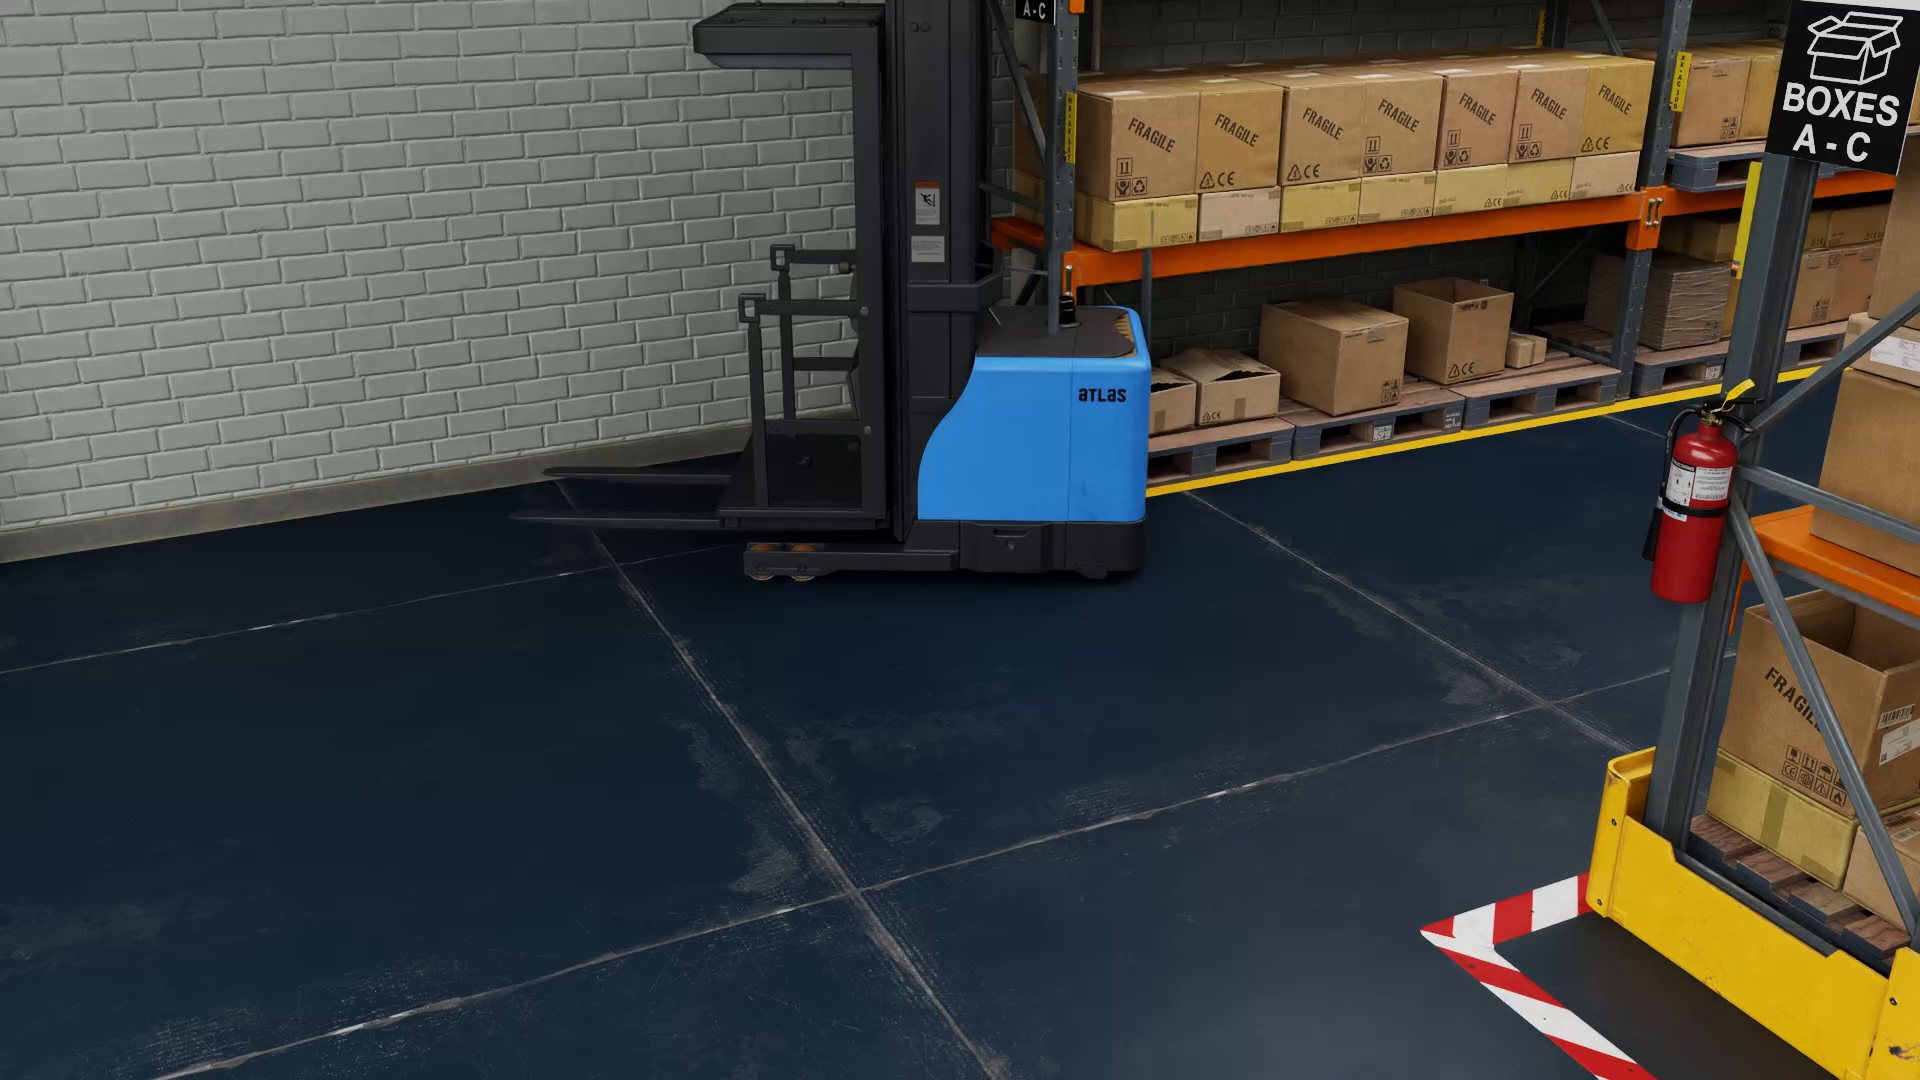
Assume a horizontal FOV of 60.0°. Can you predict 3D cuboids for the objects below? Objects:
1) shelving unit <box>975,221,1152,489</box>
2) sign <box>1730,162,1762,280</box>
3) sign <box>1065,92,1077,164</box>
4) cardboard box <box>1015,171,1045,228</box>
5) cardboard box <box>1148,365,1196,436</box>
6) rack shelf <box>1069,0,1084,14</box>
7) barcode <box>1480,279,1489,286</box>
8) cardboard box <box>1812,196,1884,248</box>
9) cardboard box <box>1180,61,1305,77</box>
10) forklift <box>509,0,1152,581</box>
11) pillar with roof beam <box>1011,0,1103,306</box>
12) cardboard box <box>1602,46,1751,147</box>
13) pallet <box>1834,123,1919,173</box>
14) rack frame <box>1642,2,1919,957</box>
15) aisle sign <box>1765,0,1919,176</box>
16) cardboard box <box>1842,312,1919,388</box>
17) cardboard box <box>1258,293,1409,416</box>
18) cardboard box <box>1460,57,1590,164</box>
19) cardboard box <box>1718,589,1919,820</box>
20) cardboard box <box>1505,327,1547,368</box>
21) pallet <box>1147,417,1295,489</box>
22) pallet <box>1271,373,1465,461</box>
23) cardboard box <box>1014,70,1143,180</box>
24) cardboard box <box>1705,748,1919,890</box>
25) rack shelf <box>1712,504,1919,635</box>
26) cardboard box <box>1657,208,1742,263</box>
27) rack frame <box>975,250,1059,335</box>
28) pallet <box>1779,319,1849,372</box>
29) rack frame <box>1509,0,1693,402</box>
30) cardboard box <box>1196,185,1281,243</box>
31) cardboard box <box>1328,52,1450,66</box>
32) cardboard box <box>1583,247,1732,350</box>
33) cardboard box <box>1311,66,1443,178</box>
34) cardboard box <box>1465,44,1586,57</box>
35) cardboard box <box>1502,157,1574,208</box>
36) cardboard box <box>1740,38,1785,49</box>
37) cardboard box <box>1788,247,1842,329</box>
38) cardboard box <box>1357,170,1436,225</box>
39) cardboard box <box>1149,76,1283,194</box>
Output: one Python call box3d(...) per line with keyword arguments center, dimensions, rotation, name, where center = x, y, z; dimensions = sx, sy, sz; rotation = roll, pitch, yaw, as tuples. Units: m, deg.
box3d(center=(0.503, -0.829, 8.312), dimensions=(0.538, 1.500, 1.048), rotation=(12, 26, 28), name="shelving unit")
box3d(center=(2.220, -0.884, 4.641), dimensions=(0.005, 0.325, 0.100), rotation=(-10, 25, -24), name="sign")
box3d(center=(0.527, -1.970, 7.956), dimensions=(0.005, 0.325, 0.100), rotation=(-10, 25, -24), name="sign")
box3d(center=(0.629, -1.841, 8.947), dimensions=(0.500, 0.250, 0.500), rotation=(-10, 25, -23), name="cardboard box")
box3d(center=(0.954, -0.802, 9.205), dimensions=(0.500, 0.311, 0.500), rotation=(-14, 26, -30), name="cardboard box")
box3d(center=(2.094, -3.142, 8.938), dimensions=(4.000, 0.370, 1.077), rotation=(-10, 25, -24), name="rack shelf")
box3d(center=(3.305, -1.610, 10.492), dimensions=(0.075, 0.075, 0.001), rotation=(-10, 25, -24), name="barcode")
box3d(center=(5.872, -2.182, 11.311), dimensions=(0.500, 0.250, 0.500), rotation=(-11, 25, -24), name="cardboard box")
box3d(center=(1.546, -2.362, 9.225), dimensions=(0.500, 0.500, 0.500), rotation=(-11, 25, -25), name="cardboard box")
box3d(center=(-0.629, -1.363, 7.710), dimensions=(3.031, 2.935, 1.130), rotation=(1, 22, 2), name="forklift")
box3d(center=(2.414, -3.460, 4.842), dimensions=(0.400, 9.000, 9.100), rotation=(-10, 25, -24), name="pillar with roof beam")
box3d(center=(4.369, -2.743, 10.248), dimensions=(0.500, 0.500, 0.700), rotation=(-10, 25, -23), name="cardboard box")
box3d(center=(5.734, -2.653, 10.988), dimensions=(1.213, 0.211, 1.003), rotation=(-10, 25, -24), name="pallet")
box3d(center=(2.443, -0.051, 4.450), dimensions=(0.127, 3.000, 1.000), rotation=(-10, 25, -24), name="rack frame")
box3d(center=(2.257, -1.342, 4.171), dimensions=(0.004, 0.787, 0.394), rotation=(-10, 25, -24), name="aisle sign")
box3d(center=(2.705, -0.526, 4.619), dimensions=(0.250, 0.149, 0.380), rotation=(-11, 25, -25), name="cardboard box")
box3d(center=(2.150, -1.088, 9.650), dimensions=(0.500, 0.500, 0.700), rotation=(-12, 25, -27), name="cardboard box")
box3d(center=(3.157, -2.437, 9.406), dimensions=(0.500, 0.500, 0.500), rotation=(-11, 25, -24), name="cardboard box")
box3d(center=(2.797, 0.488, 5.215), dimensions=(0.500, 0.500, 0.500), rotation=(-10, 25, -24), name="cardboard box")
box3d(center=(3.427, -1.216, 10.394), dimensions=(0.250, 0.166, 0.380), rotation=(-14, 26, -30), name="cardboard box")
box3d(center=(1.107, -0.604, 9.433), dimensions=(1.213, 0.211, 1.003), rotation=(-10, 25, -24), name="pallet")
box3d(center=(2.205, -0.805, 9.918), dimensions=(1.213, 0.211, 1.003), rotation=(-10, 25, -24), name="pallet")
box3d(center=(0.624, -2.195, 8.820), dimensions=(0.500, 0.500, 0.500), rotation=(-11, 25, -24), name="cardboard box")
box3d(center=(2.798, 0.835, 5.357), dimensions=(0.500, 0.250, 0.500), rotation=(-10, 25, -24), name="cardboard box")
box3d(center=(4.245, -0.050, 5.389), dimensions=(4.000, 0.370, 1.077), rotation=(-10, 25, -24), name="rack shelf")
box3d(center=(4.947, -2.017, 10.915), dimensions=(0.500, 0.250, 0.500), rotation=(-11, 25, -25), name="cardboard box")
box3d(center=(0.244, -0.653, 7.911), dimensions=(0.500, 1.500, 0.032), rotation=(12, 26, 28), name="rack frame")
box3d(center=(5.697, -1.466, 11.515), dimensions=(1.213, 0.211, 1.003), rotation=(-10, 25, -24), name="pallet")
box3d(center=(3.896, -2.421, 10.176), dimensions=(0.127, 3.000, 1.000), rotation=(-10, 25, -24), name="rack frame")
box3d(center=(1.331, -1.760, 8.749), dimensions=(0.500, 0.250, 0.500), rotation=(-11, 25, -25), name="cardboard box")
box3d(center=(2.462, -2.536, 9.644), dimensions=(0.500, 0.500, 0.500), rotation=(-10, 24, -22), name="cardboard box")
box3d(center=(4.552, -1.597, 10.879), dimensions=(0.500, 0.500, 0.700), rotation=(-10, 24, -22), name="cardboard box")
box3d(center=(2.230, -2.271, 9.004), dimensions=(0.500, 0.500, 0.500), rotation=(-10, 24, -22), name="cardboard box")
box3d(center=(3.382, -2.701, 10.043), dimensions=(0.500, 0.500, 0.500), rotation=(-11, 25, -25), name="cardboard box")
box3d(center=(3.148, -2.098, 9.566), dimensions=(0.500, 0.250, 0.500), rotation=(-10, 25, -23), name="cardboard box")
box3d(center=(5.456, -2.953, 10.756), dimensions=(0.500, 0.500, 0.700), rotation=(-7, 23, -16), name="cardboard box")
box3d(center=(5.473, -1.770, 11.298), dimensions=(0.500, 0.500, 0.700), rotation=(-10, 25, -23), name="cardboard box")
box3d(center=(2.249, -1.925, 9.149), dimensions=(0.500, 0.250, 0.500), rotation=(-10, 25, -23), name="cardboard box")
box3d(center=(1.302, -2.098, 8.585), dimensions=(0.500, 0.500, 0.500), rotation=(-10, 25, -23), name="cardboard box")
